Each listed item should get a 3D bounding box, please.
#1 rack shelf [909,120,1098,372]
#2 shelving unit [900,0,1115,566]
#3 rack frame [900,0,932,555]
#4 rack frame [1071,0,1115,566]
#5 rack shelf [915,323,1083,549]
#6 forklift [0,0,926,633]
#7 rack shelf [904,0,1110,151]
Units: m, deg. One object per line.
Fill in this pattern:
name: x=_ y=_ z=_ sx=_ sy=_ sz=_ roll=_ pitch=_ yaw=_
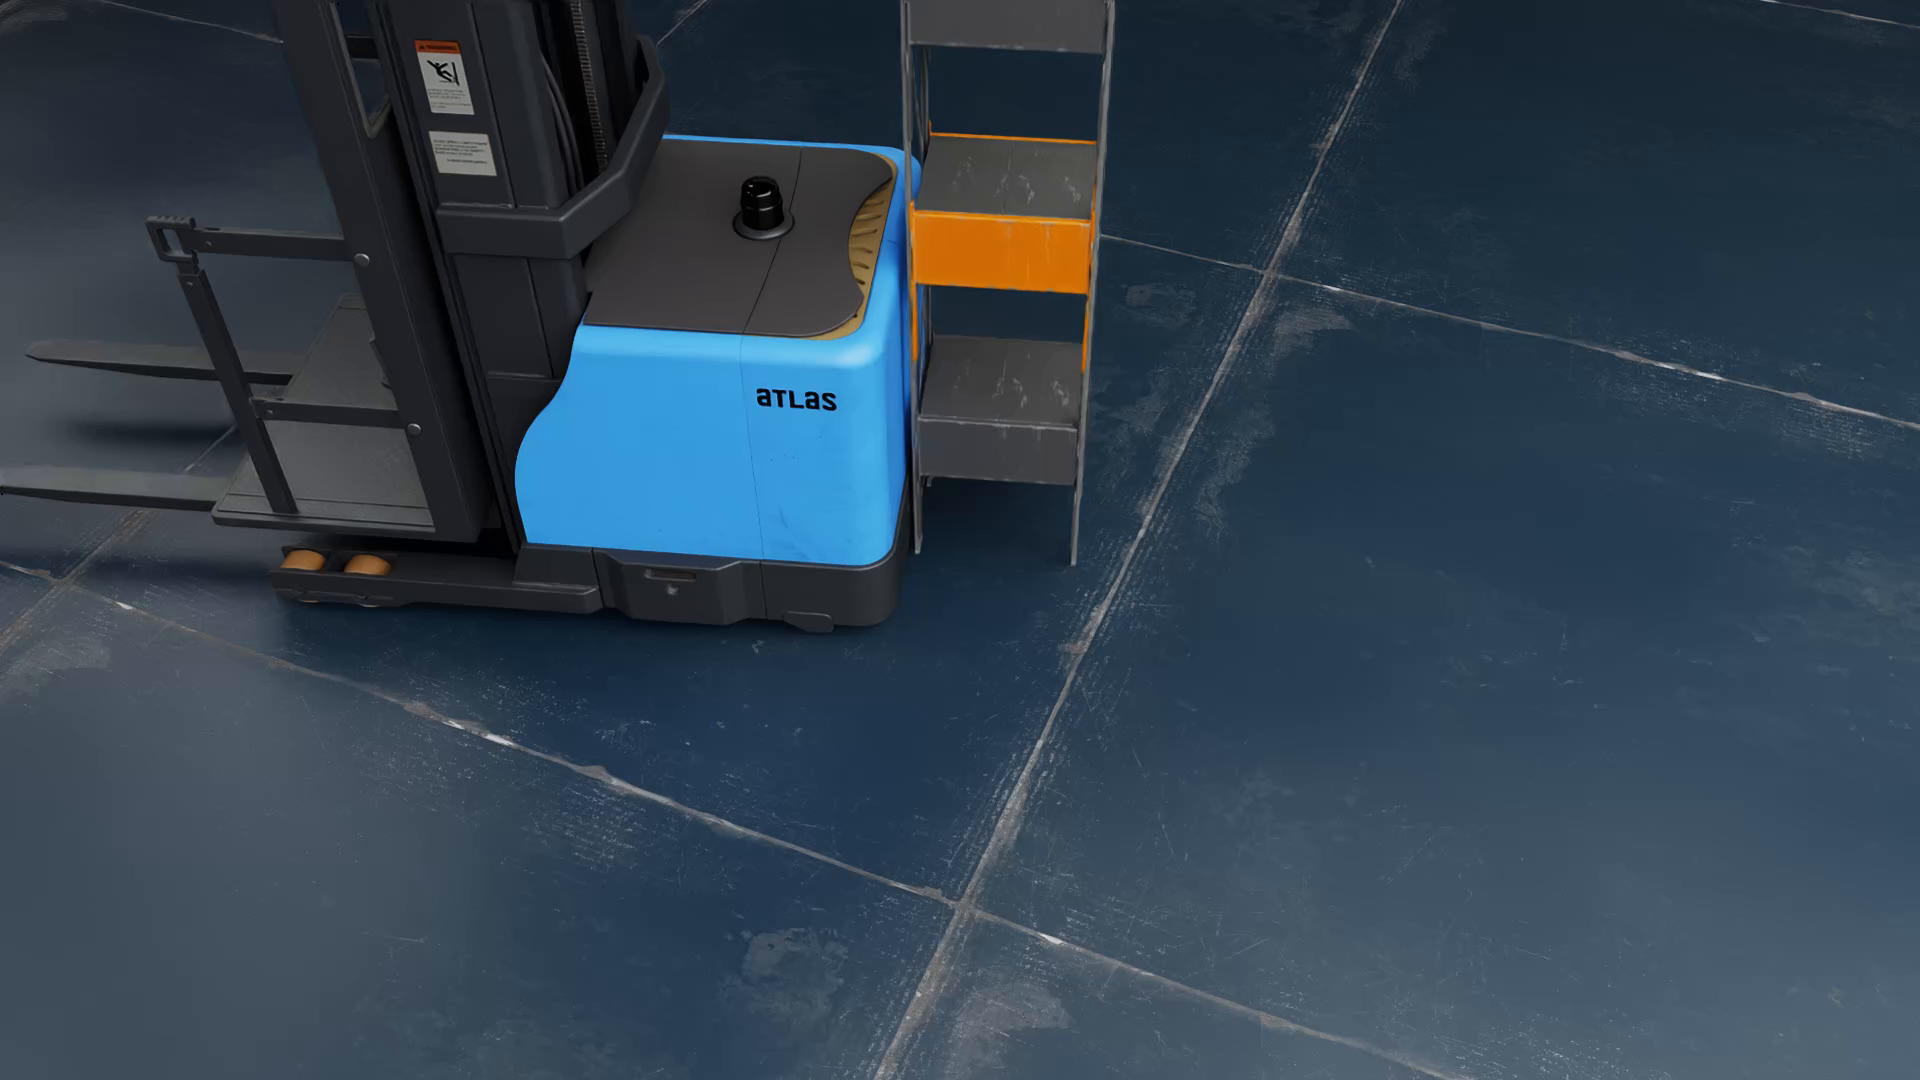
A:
rack shelf: x=0.129 y=-0.812 z=4.597 sx=0.480 sy=0.518 sz=0.431 roll=4 pitch=45 yaw=4
shelving unit: x=0.129 y=-0.822 z=4.587 sx=0.503 sy=2.100 sz=0.431 roll=4 pitch=45 yaw=4
rack frame: x=-0.114 y=-0.839 z=4.605 sx=0.015 sy=2.100 sz=0.400 roll=4 pitch=45 yaw=4
rack frame: x=0.371 y=-0.804 z=4.570 sx=0.015 sy=2.100 sz=0.400 roll=4 pitch=45 yaw=4
rack shelf: x=0.129 y=-0.316 z=5.090 sx=0.480 sy=0.518 sz=0.431 roll=4 pitch=45 yaw=4
forklift: x=-1.648 y=-1.202 z=4.380 sx=3.031 sy=2.935 sz=1.130 roll=4 pitch=45 yaw=4
rack shelf: x=0.129 y=-1.308 z=4.103 sx=0.480 sy=0.518 sz=0.431 roll=4 pitch=45 yaw=4
